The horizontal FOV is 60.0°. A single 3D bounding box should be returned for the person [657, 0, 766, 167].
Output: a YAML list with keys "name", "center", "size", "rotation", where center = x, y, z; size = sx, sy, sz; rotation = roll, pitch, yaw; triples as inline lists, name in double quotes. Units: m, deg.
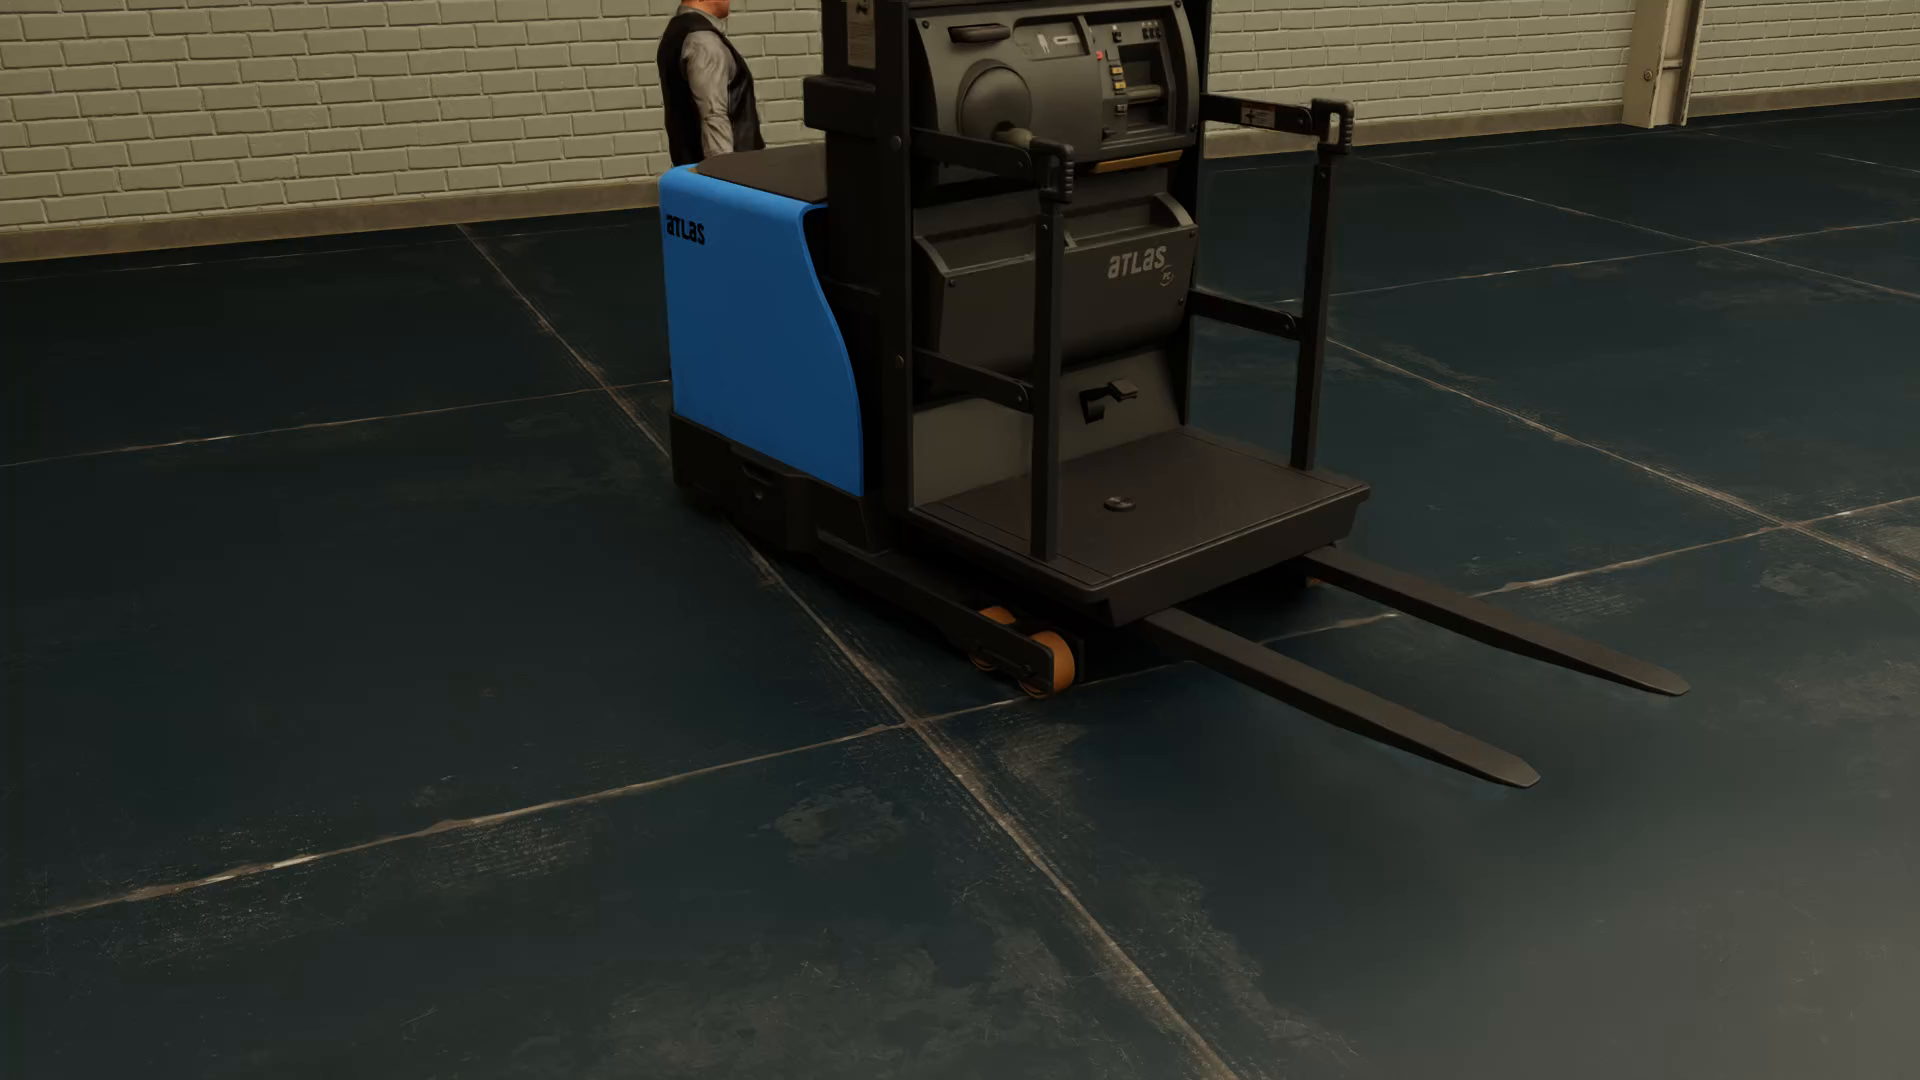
- name: "person"
  center: [-0.894, -1.348, 6.240]
  size: [0.486, 1.634, 0.885]
  rotation: [-7, 24, -17]

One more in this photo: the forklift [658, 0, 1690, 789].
- name: "forklift"
  center: [0.407, -1.177, 4.119]
  size: [1.130, 2.935, 3.031]
  rotation: [-18, 29, -37]
